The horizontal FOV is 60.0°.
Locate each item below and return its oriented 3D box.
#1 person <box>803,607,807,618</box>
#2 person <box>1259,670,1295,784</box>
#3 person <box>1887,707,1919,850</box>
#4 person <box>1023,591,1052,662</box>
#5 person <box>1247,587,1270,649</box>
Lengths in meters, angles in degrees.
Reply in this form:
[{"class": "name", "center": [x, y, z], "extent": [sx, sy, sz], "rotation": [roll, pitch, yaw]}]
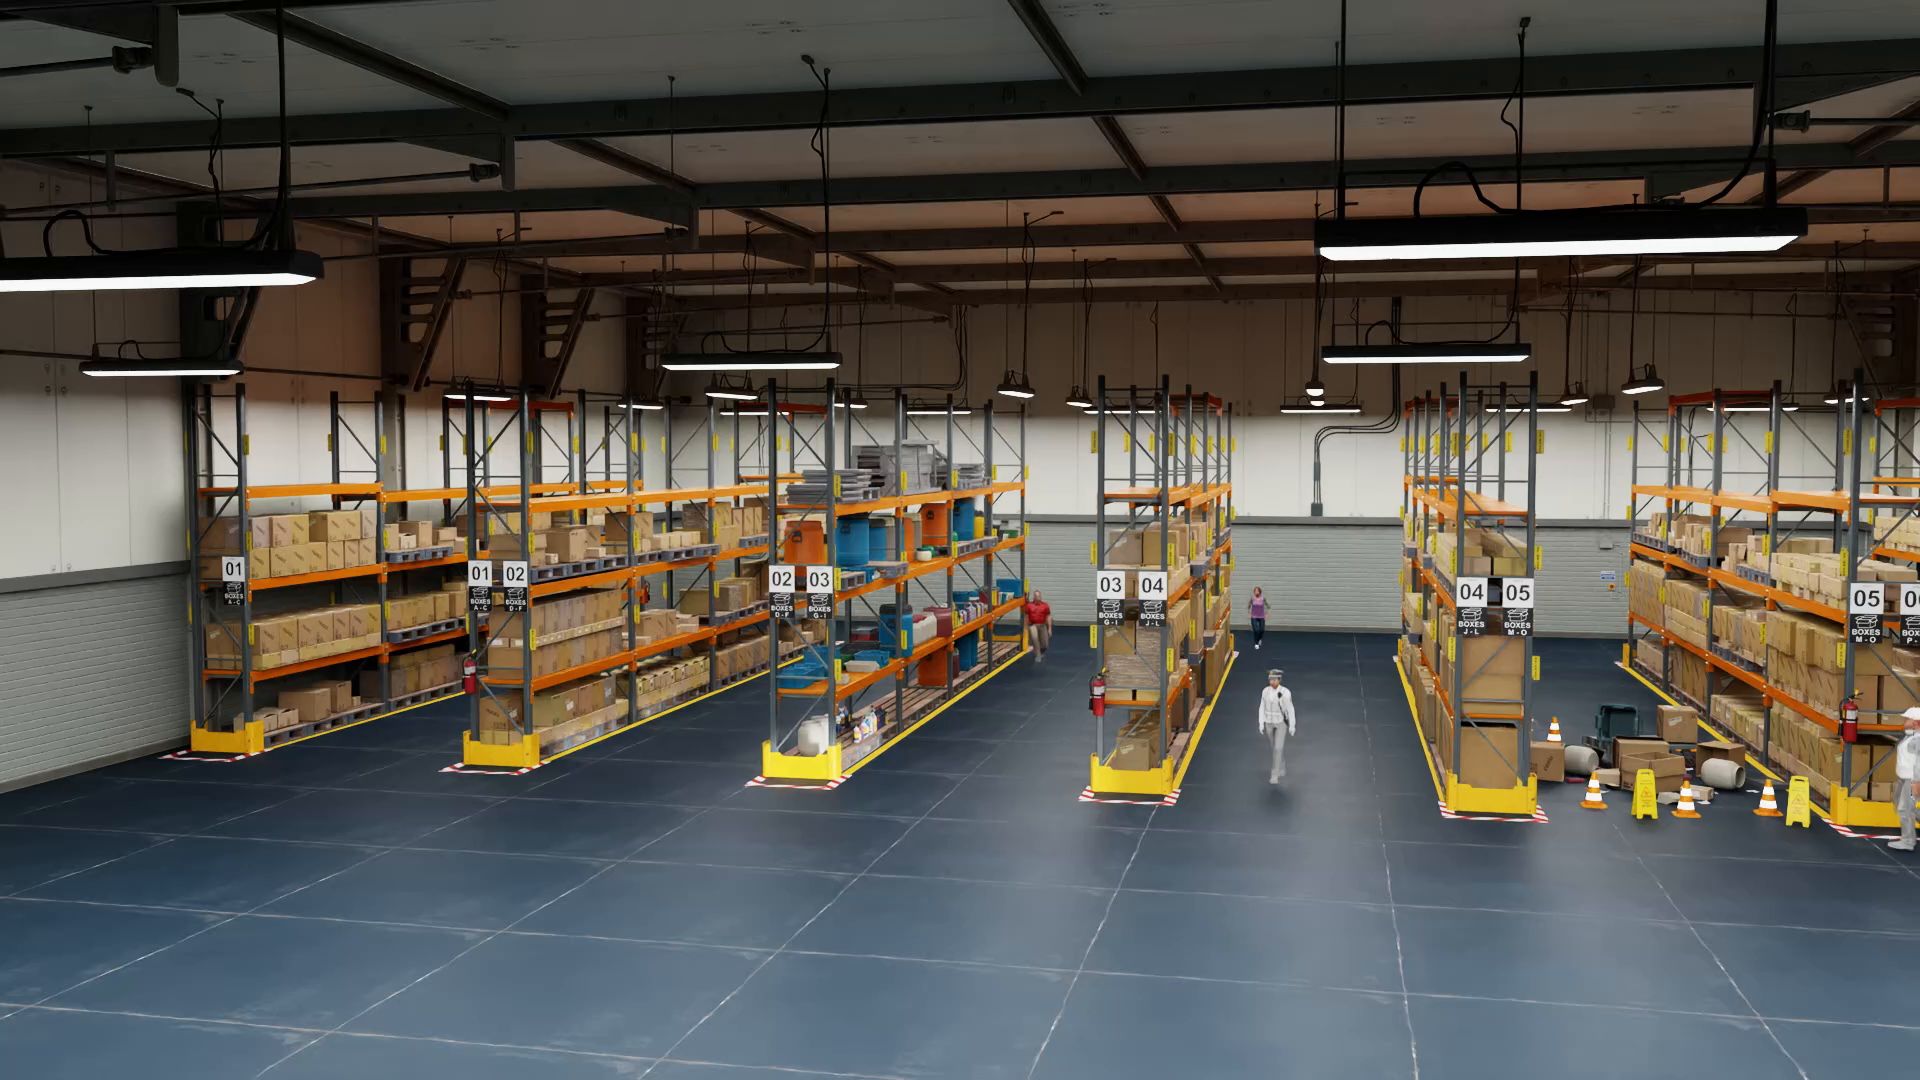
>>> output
[{"class": "person", "center": [-4.131, 1.514, 45.457], "extent": [0.580, 1.712, 1.110], "rotation": [-2, 4, -28]}, {"class": "person", "center": [4.670, 2.747, 24.729], "extent": [0.532, 1.629, 0.888], "rotation": [3, 4, 39]}, {"class": "person", "center": [11.798, 2.935, 20.485], "extent": [0.664, 1.762, 0.541], "rotation": [1, 3, 11]}, {"class": "person", "center": [1.741, 1.886, 36.683], "extent": [0.589, 1.516, 0.953], "rotation": [-1, 3, -13]}, {"class": "person", "center": [7.331, 1.905, 40.839], "extent": [0.576, 1.541, 0.487], "rotation": [0, 3, 5]}]
